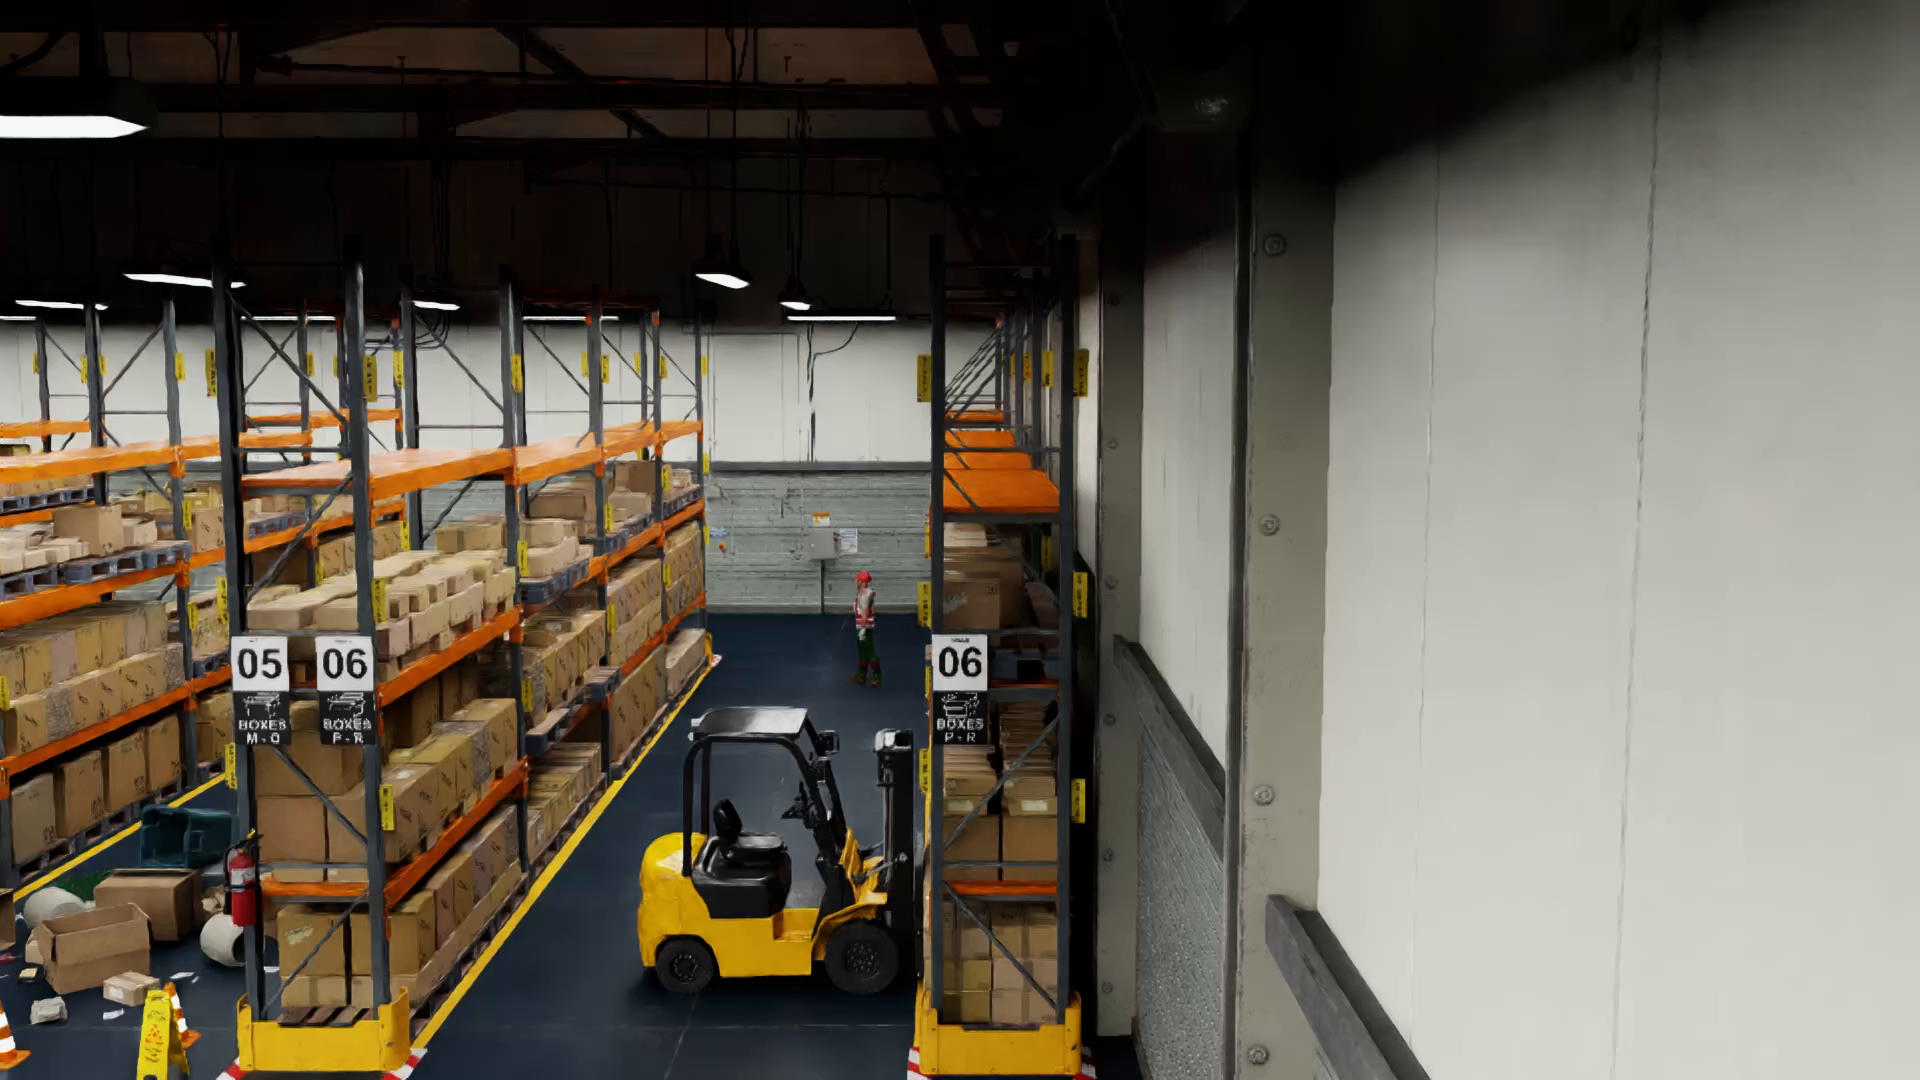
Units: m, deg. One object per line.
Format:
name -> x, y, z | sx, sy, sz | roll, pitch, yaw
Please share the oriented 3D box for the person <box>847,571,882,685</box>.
person -> -1.520, 1.375, 26.301 | 0.583, 1.790, 0.736 | 0, 6, 2
